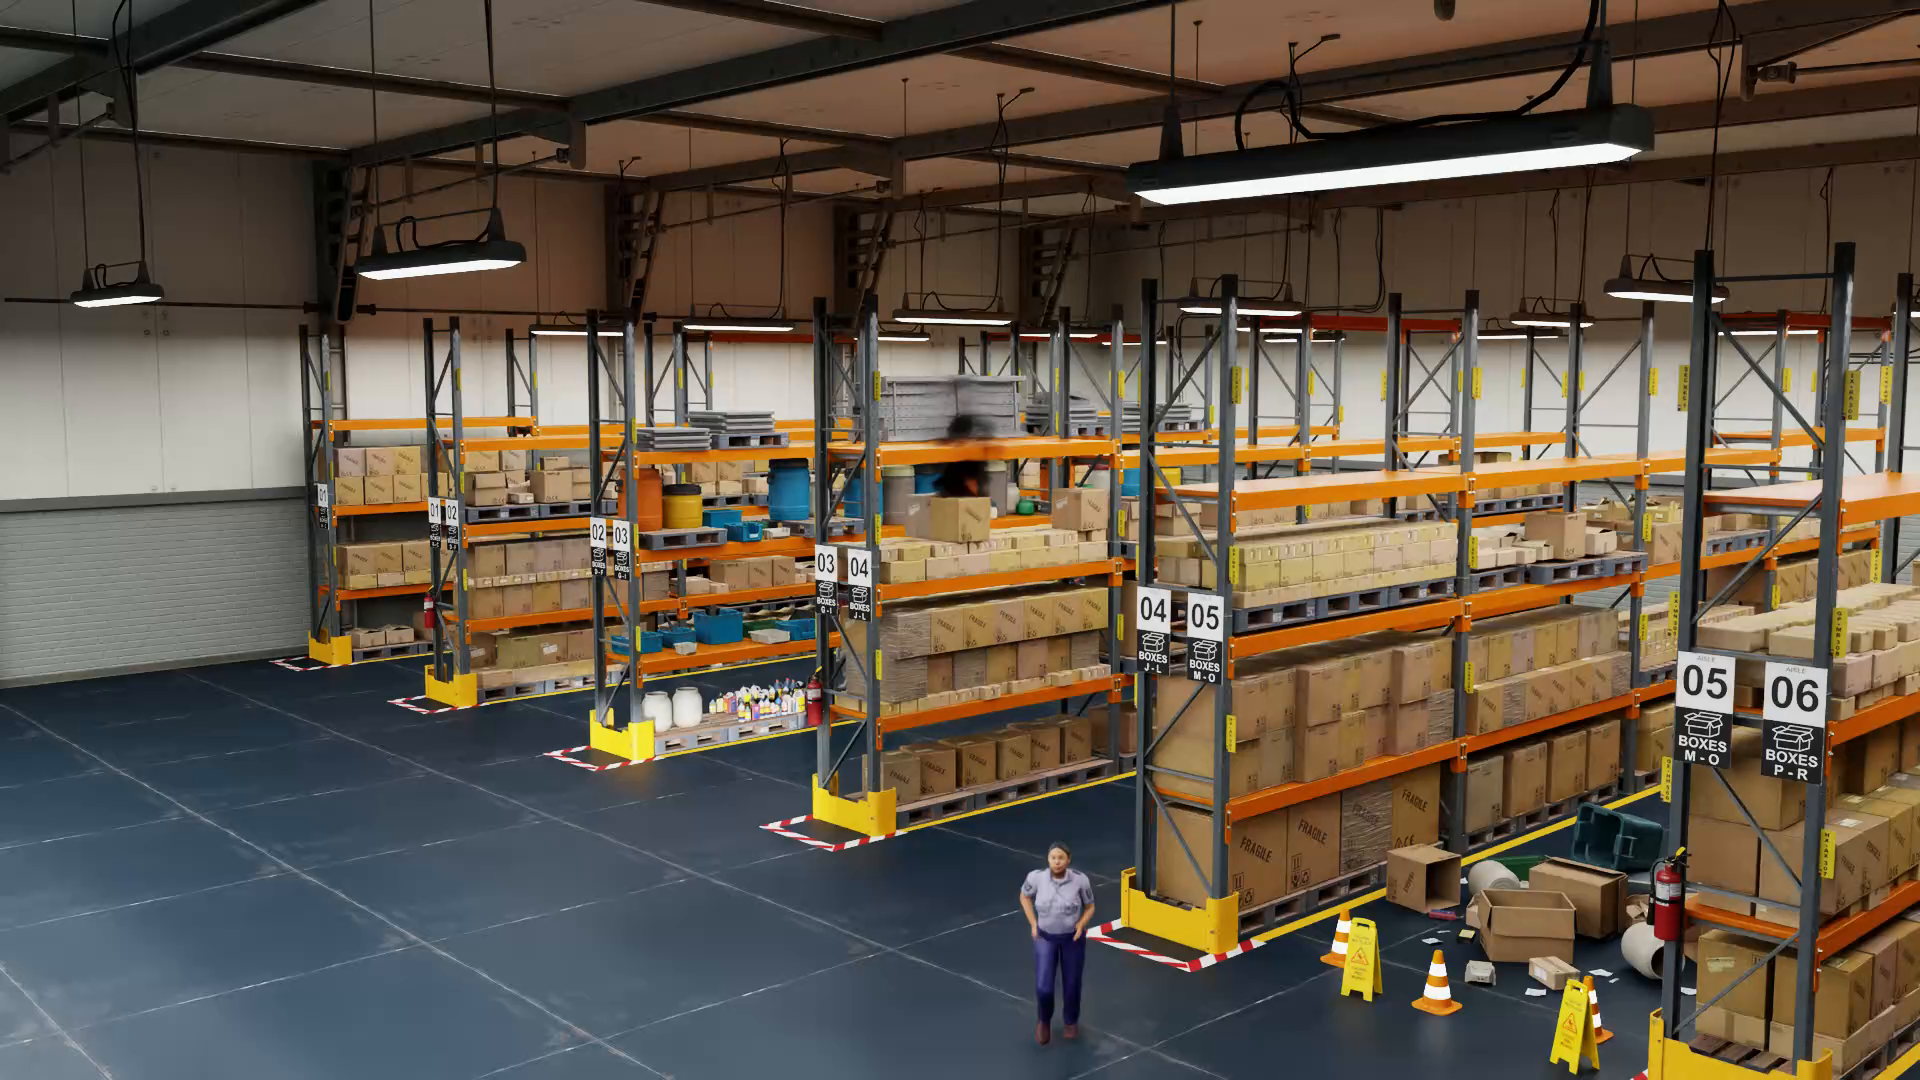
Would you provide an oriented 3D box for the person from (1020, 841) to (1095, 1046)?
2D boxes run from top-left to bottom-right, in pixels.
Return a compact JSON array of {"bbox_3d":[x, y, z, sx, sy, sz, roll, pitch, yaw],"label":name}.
[{"bbox_3d":[0.751,3.088,12.743,0.565,1.607,0.688,0,6,-1],"label":"person"}]

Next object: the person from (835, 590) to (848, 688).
[{"bbox_3d":[-1.786,1.556,27.266,0.605,1.739,0.685,-5,8,-41],"label":"person"}]
